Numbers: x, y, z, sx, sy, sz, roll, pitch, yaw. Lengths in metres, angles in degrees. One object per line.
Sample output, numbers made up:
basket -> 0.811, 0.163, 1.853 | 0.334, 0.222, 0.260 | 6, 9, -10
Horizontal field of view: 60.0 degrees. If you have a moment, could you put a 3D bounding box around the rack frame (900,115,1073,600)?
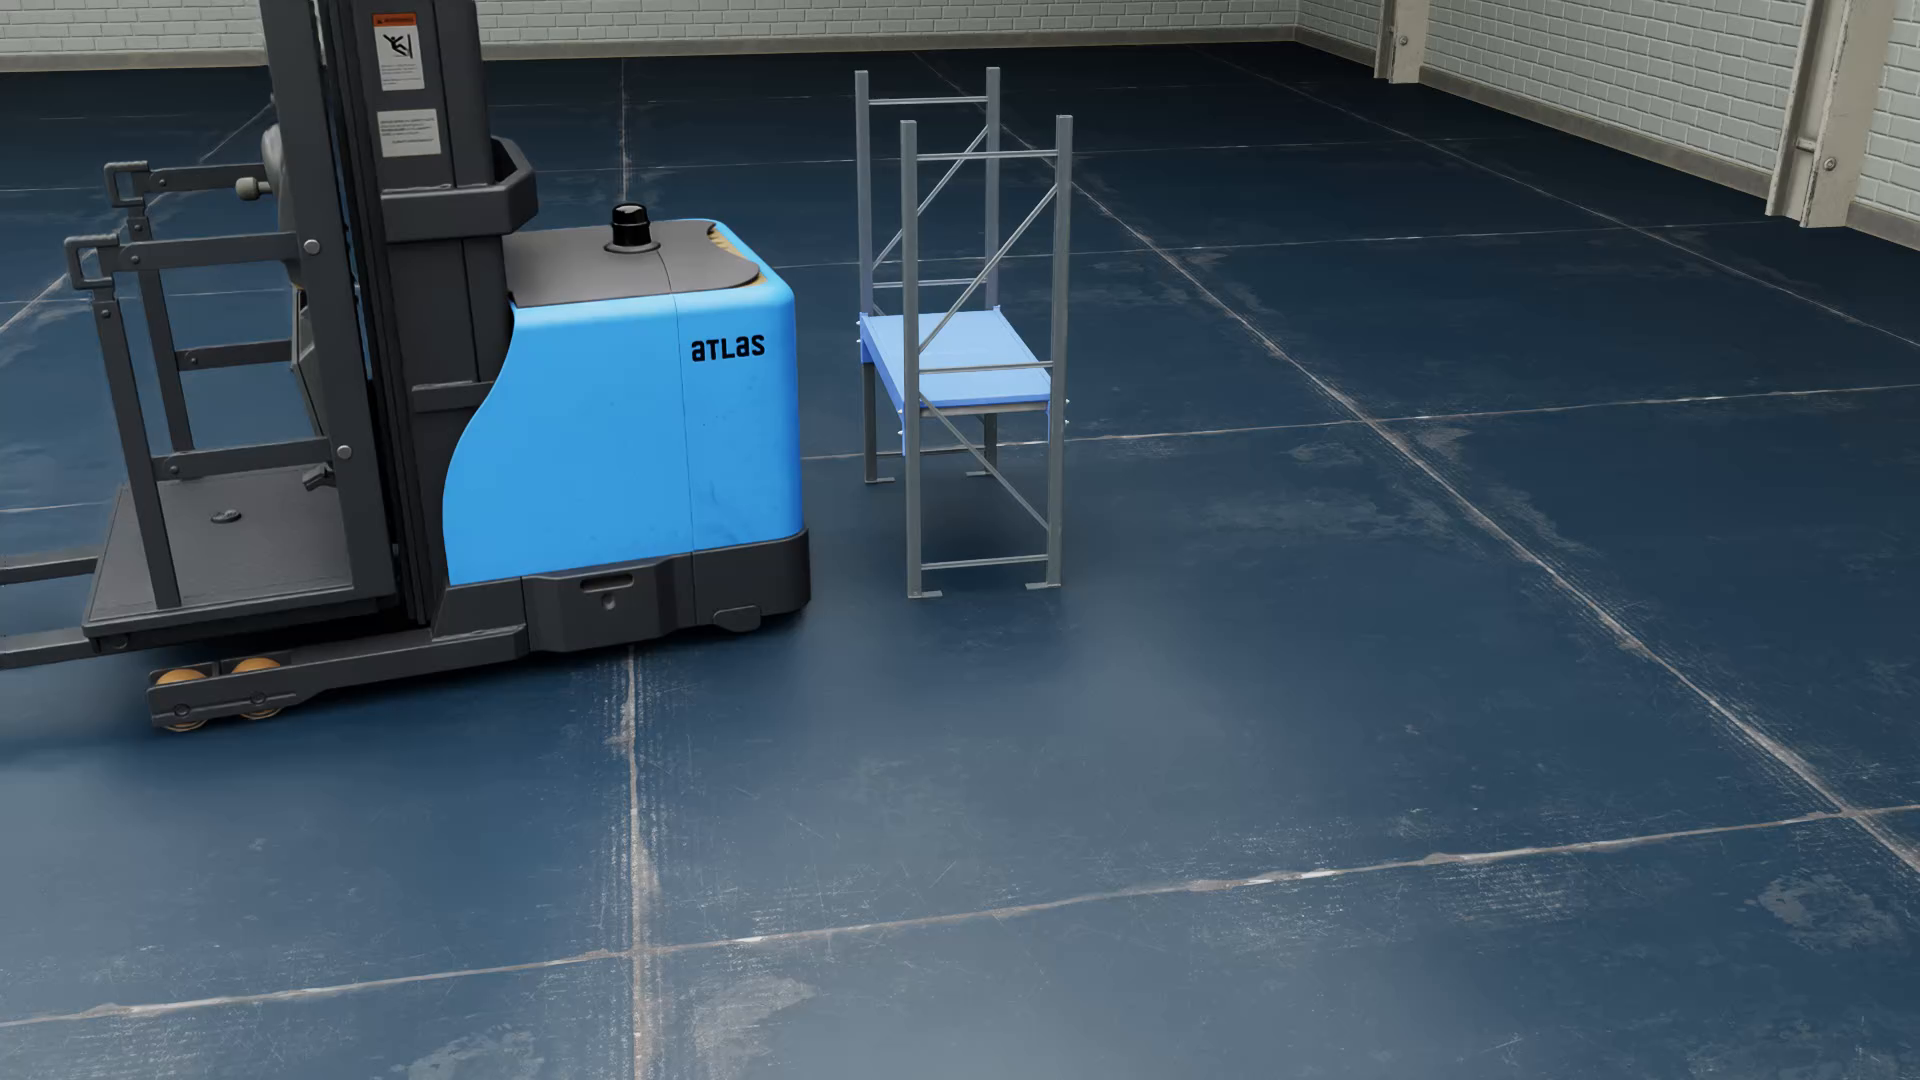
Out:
rack frame -> 0.078, -0.521, 5.069 | 0.500, 1.500, 0.032 | -4, 24, -10

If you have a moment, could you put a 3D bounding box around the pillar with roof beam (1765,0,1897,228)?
pillar with roof beam -> 1.006, -5.787, 7.757 | 9.100, 9.000, 0.400 | -4, 24, -10

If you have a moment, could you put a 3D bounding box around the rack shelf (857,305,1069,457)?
rack shelf -> -0.016, -0.556, 5.599 | 0.538, 0.185, 1.000 | -4, 24, -10

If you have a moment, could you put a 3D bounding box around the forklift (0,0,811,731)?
forklift -> -2.035, -1.058, 4.511 | 3.031, 2.935, 1.130 | -8, 25, -18

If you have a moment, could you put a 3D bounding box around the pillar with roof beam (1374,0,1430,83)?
pillar with roof beam -> -0.103, -8.147, 13.161 | 9.100, 9.000, 0.400 | -4, 24, -10

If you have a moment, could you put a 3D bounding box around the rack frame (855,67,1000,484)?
rack frame -> -0.110, -0.921, 5.984 | 0.500, 1.500, 0.032 | -4, 24, -10

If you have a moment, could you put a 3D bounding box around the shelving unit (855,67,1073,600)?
shelving unit -> -0.016, -0.721, 5.527 | 0.538, 1.500, 1.048 | -4, 24, -10
